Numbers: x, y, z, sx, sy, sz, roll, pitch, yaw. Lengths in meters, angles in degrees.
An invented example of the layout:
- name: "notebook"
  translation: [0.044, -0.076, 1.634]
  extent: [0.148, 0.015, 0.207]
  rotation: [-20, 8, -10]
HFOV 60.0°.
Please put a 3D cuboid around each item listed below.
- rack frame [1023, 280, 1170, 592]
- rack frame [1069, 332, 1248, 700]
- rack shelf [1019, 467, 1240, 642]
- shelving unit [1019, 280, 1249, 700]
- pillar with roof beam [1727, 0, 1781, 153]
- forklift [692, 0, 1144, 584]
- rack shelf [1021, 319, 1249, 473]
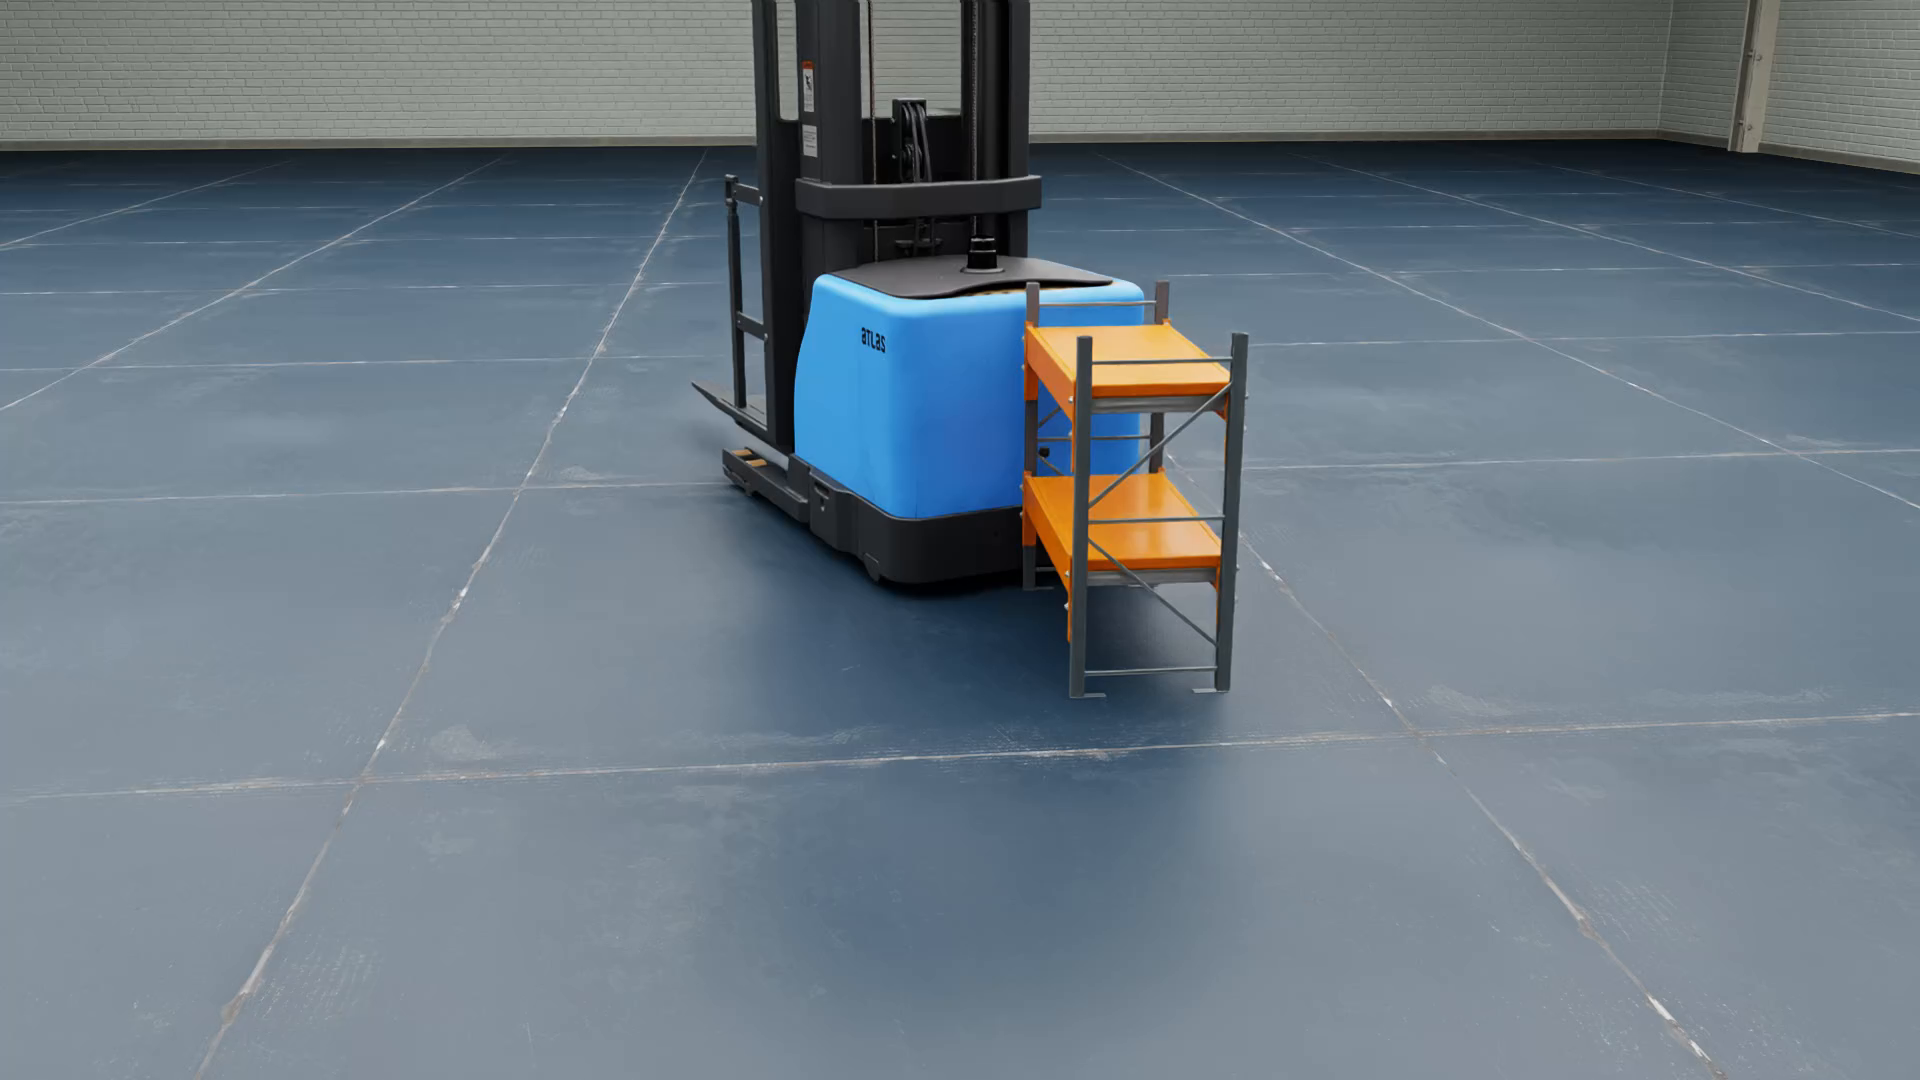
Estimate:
- name: "rack frame"
  translation: [0.480, -0.360, 5.947]
  extent: [0.500, 1.125, 0.032]
  rotation: [-2, 18, -6]
- name: "rack frame"
  translation: [0.587, -0.058, 4.982]
  extent: [0.500, 1.125, 0.032]
  rotation: [-2, 18, -6]
- name: "rack shelf"
  translation: [0.534, 0.024, 5.538]
  extent: [0.538, 0.278, 1.000]
  rotation: [-2, 18, -6]
- name: "shelving unit"
  translation: [0.534, -0.209, 5.465]
  extent: [0.538, 1.125, 1.048]
  rotation: [-2, 18, -6]
- name: "pillar with roof beam"
  translation: [8.005, -10.253, 24.312]
  extent: [9.100, 9.000, 0.400]
  rotation: [-2, 18, -6]
- name: "forklift"
  translation: [-0.409, -1.638, 7.000]
  extent: [1.130, 2.935, 3.031]
  rotation: [-8, 19, -25]
- name: "rack shelf"
  translation: [0.534, -0.488, 5.377]
  extent: [0.538, 0.278, 1.000]
  rotation: [-2, 18, -6]
